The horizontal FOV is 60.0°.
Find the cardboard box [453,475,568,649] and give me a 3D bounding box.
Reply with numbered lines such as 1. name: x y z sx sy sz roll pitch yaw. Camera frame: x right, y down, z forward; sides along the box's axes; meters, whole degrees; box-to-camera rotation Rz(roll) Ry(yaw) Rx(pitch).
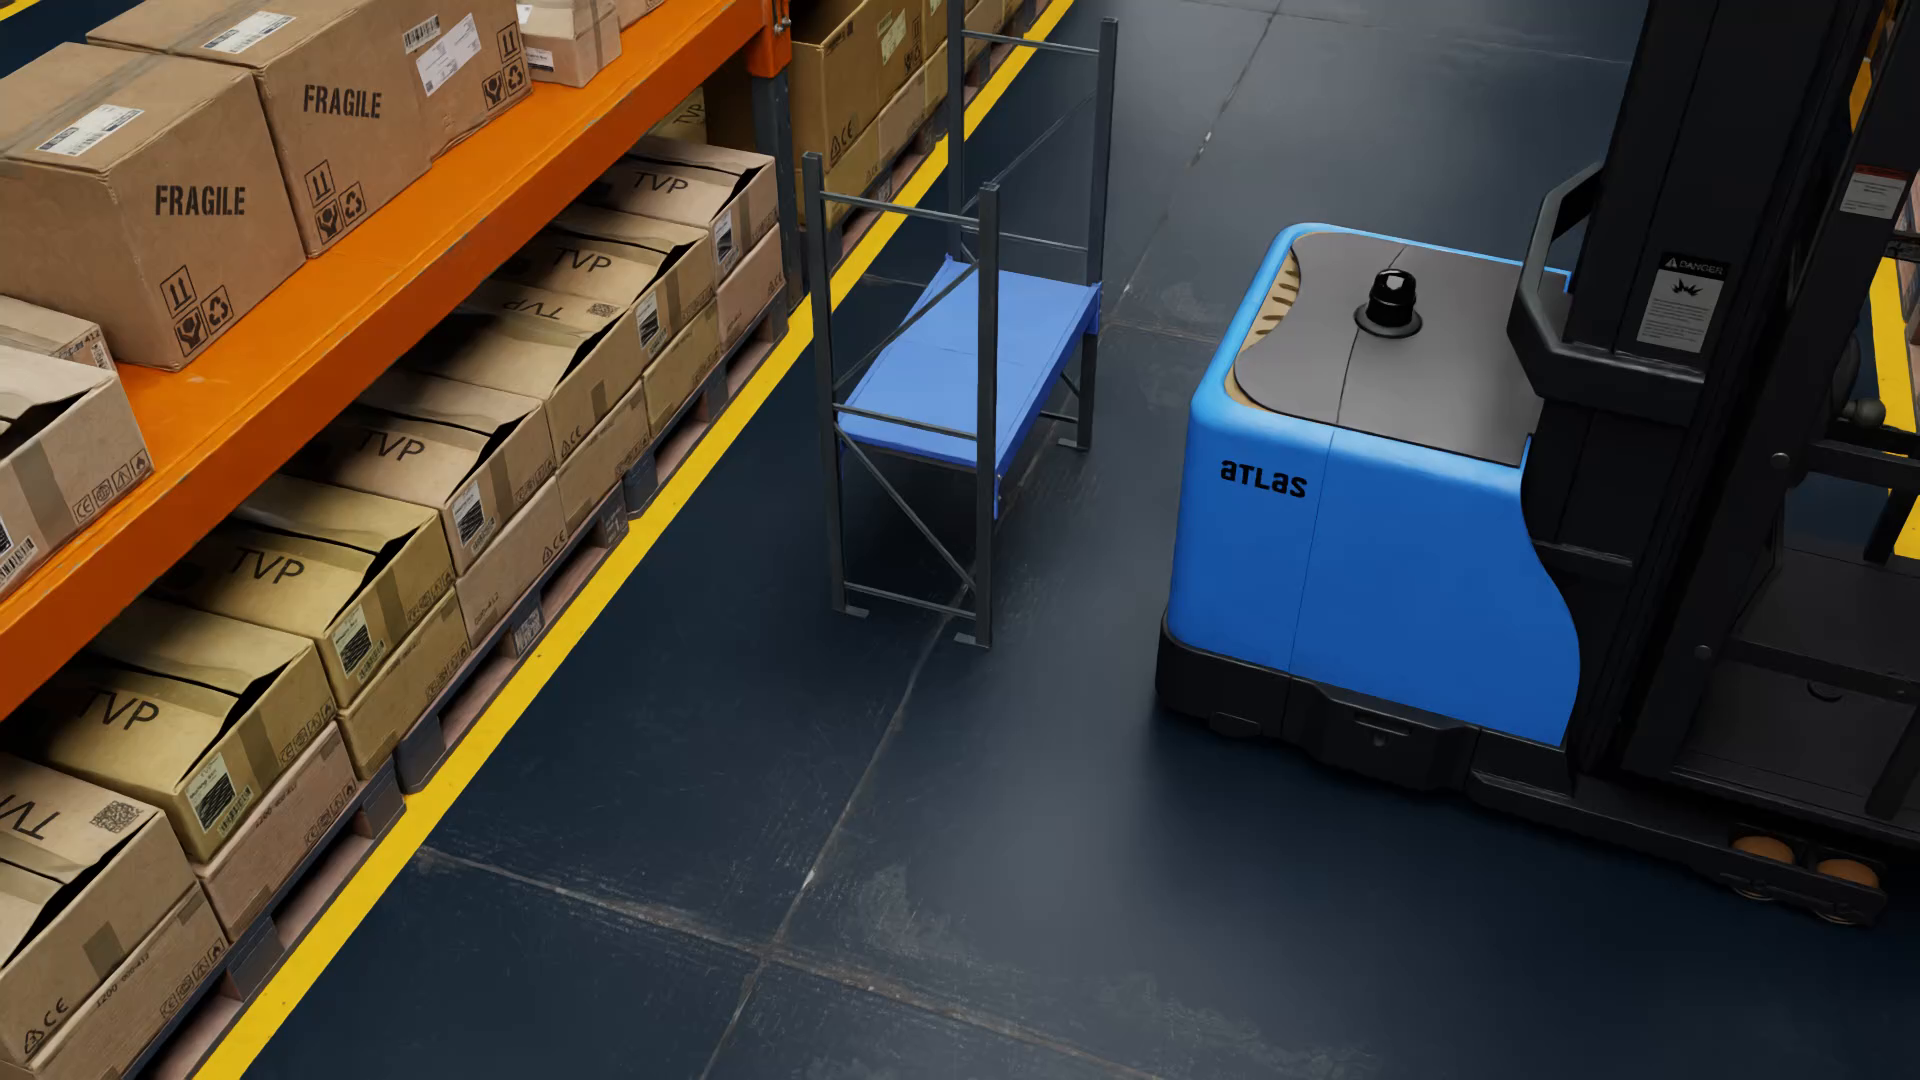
1. cardboard box: -1.477 0.002 4.732 0.500 0.250 0.500 14 42 16

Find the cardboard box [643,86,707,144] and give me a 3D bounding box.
1. cardboard box: -1.130 -1.577 6.583 0.500 0.250 0.500 13 42 15

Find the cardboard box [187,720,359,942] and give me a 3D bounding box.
1. cardboard box: -1.825 0.633 3.992 0.500 0.250 0.500 12 42 14

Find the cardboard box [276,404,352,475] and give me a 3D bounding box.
1. cardboard box: -1.983 -0.325 4.682 0.500 0.311 0.500 14 43 16

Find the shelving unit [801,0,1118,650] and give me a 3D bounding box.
1. shelving unit: 0.029 -0.623 4.824 0.538 1.500 1.048 13 42 15

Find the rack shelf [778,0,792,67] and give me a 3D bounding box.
1. rack shelf: -0.400 -3.078 7.101 1.077 0.370 4.000 13 42 15

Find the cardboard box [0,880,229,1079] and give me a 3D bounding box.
1. cardboard box: -1.996 0.939 3.633 0.500 0.250 0.500 13 42 15

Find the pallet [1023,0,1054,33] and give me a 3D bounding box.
1. pallet: 0.062 -3.036 8.645 1.003 0.211 1.213 13 42 15

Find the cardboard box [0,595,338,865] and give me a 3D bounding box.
1. cardboard box: -1.825 0.404 3.829 0.500 0.311 0.500 12 42 14

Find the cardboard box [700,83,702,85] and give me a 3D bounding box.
1. cardboard box: -0.948 -2.165 6.694 0.500 0.500 0.500 13 42 15

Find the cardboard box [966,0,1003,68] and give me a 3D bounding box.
1. cardboard box: -0.123 -2.376 7.518 0.500 0.250 0.500 13 42 15

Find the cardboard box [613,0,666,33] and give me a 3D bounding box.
1. cardboard box: -1.211 -1.765 5.124 0.500 0.250 0.500 16 43 18

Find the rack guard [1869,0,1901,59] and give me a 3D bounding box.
1. rack guard: 4.915 -2.478 7.769 1.175 0.500 0.348 13 42 15

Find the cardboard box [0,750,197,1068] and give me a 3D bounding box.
1. cardboard box: -1.996 0.726 3.451 0.500 0.311 0.500 15 43 17

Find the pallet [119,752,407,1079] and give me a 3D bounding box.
1. pallet: -2.133 0.875 4.062 1.003 0.211 1.213 13 42 15

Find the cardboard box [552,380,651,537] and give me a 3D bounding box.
1. cardboard box: -1.302 -0.309 5.095 0.500 0.250 0.500 14 42 16

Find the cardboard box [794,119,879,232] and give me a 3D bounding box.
1. cardboard box: -0.640 -1.462 6.447 0.500 0.250 0.500 13 42 15

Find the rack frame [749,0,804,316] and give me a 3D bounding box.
1. rack frame: -1.084 -2.132 5.438 1.000 3.000 0.127 13 42 15

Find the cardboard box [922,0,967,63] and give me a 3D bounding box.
1. cardboard box: -0.289 -2.355 6.916 0.500 0.500 0.500 13 42 15

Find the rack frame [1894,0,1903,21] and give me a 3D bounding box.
1. rack frame: 4.941 -3.475 7.012 1.000 3.000 0.127 13 42 15

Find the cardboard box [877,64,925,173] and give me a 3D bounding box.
1. cardboard box: -0.464 -1.765 6.803 0.500 0.250 0.500 13 42 15

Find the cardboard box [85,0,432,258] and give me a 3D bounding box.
1. cardboard box: -1.713 -1.079 4.126 0.500 0.500 0.500 13 42 15

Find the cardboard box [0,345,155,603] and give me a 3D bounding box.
1. cardboard box: -1.964 -0.161 3.197 0.500 0.311 0.500 13 42 15

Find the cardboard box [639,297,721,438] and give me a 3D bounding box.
1. cardboard box: -1.128 -0.621 5.461 0.500 0.250 0.500 13 42 14

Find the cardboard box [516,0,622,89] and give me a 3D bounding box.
1. cardboard box: -1.212 -1.504 4.805 0.396 0.266 0.258 12 42 14

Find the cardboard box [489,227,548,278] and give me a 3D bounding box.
1. cardboard box: -1.635 -0.958 5.425 0.500 0.311 0.500 13 42 15

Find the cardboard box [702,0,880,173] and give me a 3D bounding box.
1. cardboard box: -0.631 -1.745 6.201 0.500 0.500 0.500 13 42 15

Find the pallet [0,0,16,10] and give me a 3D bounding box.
1. pallet: -5.468 -2.574 8.104 1.003 0.211 1.213 13 42 15

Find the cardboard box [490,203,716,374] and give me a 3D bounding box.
1. cardboard box: -1.125 -0.830 5.275 0.500 0.311 0.500 14 43 16

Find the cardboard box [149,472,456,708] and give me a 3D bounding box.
1. cardboard box: -1.648 0.093 4.193 0.500 0.311 0.500 12 42 14

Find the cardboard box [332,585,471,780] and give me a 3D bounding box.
1. cardboard box: -1.653 0.314 4.366 0.500 0.250 0.500 12 42 14

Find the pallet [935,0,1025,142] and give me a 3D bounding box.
1. pallet: -0.357 -2.294 7.776 1.003 0.211 1.213 13 42 15

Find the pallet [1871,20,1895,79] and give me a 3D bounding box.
1. pallet: 4.604 -1.880 7.291 1.003 0.211 1.213 13 42 15

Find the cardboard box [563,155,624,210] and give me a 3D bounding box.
1. cardboard box: -1.459 -1.263 5.782 0.500 0.311 0.500 13 42 15

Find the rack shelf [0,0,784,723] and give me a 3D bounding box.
1. rack shelf: -1.767 -0.639 4.242 1.077 0.370 4.000 13 42 15

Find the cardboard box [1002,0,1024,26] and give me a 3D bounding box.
1. cardboard box: 0.050 -2.680 7.875 0.500 0.250 0.500 13 42 15

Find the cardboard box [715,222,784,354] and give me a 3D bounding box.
1. cardboard box: -0.953 -0.929 5.822 0.500 0.250 0.500 13 42 15

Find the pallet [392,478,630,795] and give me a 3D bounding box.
1. pallet: -1.714 0.133 4.931 1.003 0.211 1.213 13 42 15

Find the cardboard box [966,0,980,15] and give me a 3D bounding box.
1. cardboard box: -0.120 -2.660 7.274 0.500 0.500 0.500 13 42 15

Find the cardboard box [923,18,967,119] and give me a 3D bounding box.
1. cardboard box: -0.288 -2.069 7.159 0.500 0.250 0.500 13 42 15

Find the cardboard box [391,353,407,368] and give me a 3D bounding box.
1. cardboard box: -1.811 -0.643 5.055 0.500 0.311 0.500 12 42 14

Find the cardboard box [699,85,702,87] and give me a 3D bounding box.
1. cardboard box: -0.950 -1.880 6.938 0.500 0.250 0.500 13 42 15

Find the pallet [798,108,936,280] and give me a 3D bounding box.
1. pallet: -0.772 -1.547 6.901 1.003 0.211 1.213 13 42 15

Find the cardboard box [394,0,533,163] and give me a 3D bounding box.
1. cardboard box: -1.542 -1.384 4.484 0.500 0.500 0.500 16 43 18

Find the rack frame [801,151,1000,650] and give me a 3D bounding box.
1. rack frame: -0.145 -0.313 4.461 0.500 1.500 0.032 13 42 15

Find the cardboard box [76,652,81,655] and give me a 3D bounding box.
1. cardboard box: -2.332 0.288 3.965 0.500 0.311 0.500 13 42 14

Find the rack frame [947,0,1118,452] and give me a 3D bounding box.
1. rack frame: 0.203 -0.933 5.188 0.500 1.500 0.032 13 42 15

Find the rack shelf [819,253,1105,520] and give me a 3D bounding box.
1. rack shelf: 0.029 -0.486 4.941 0.538 0.185 1.000 13 42 15

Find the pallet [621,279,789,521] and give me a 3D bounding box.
1. pallet: -1.299 -0.613 5.806 1.003 0.211 1.213 13 42 15

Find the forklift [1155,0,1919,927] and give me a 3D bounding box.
1. forklift: 2.114 -0.556 3.643 3.031 2.935 1.130 15 43 17

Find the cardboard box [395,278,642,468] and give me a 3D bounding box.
1. cardboard box: -1.298 -0.526 4.919 0.500 0.311 0.500 13 42 15

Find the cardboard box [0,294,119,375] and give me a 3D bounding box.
1. cardboard box: -2.068 -0.387 3.587 0.380 0.149 0.250 16 43 18

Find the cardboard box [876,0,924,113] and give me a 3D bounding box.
1. cardboard box: -0.467 -2.051 6.561 0.500 0.500 0.500 13 42 15

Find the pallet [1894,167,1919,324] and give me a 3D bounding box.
1. pallet: 4.185 -1.138 6.422 1.003 0.211 1.213 13 42 15

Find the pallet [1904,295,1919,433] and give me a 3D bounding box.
1. pallet: 3.769 -0.392 5.547 1.003 0.211 1.213 13 42 15

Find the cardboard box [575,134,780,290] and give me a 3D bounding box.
1. cardboard box: -0.953 -1.149 5.648 0.500 0.311 0.500 13 42 15

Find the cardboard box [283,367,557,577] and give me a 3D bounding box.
1. cardboard box: -1.473 -0.220 4.560 0.500 0.311 0.500 13 42 15

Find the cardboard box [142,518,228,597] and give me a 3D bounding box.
1. cardboard box: -2.157 -0.020 4.325 0.500 0.311 0.500 13 42 15

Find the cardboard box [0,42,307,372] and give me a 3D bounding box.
1. cardboard box: -1.893 -0.758 3.750 0.500 0.500 0.500 11 42 13
